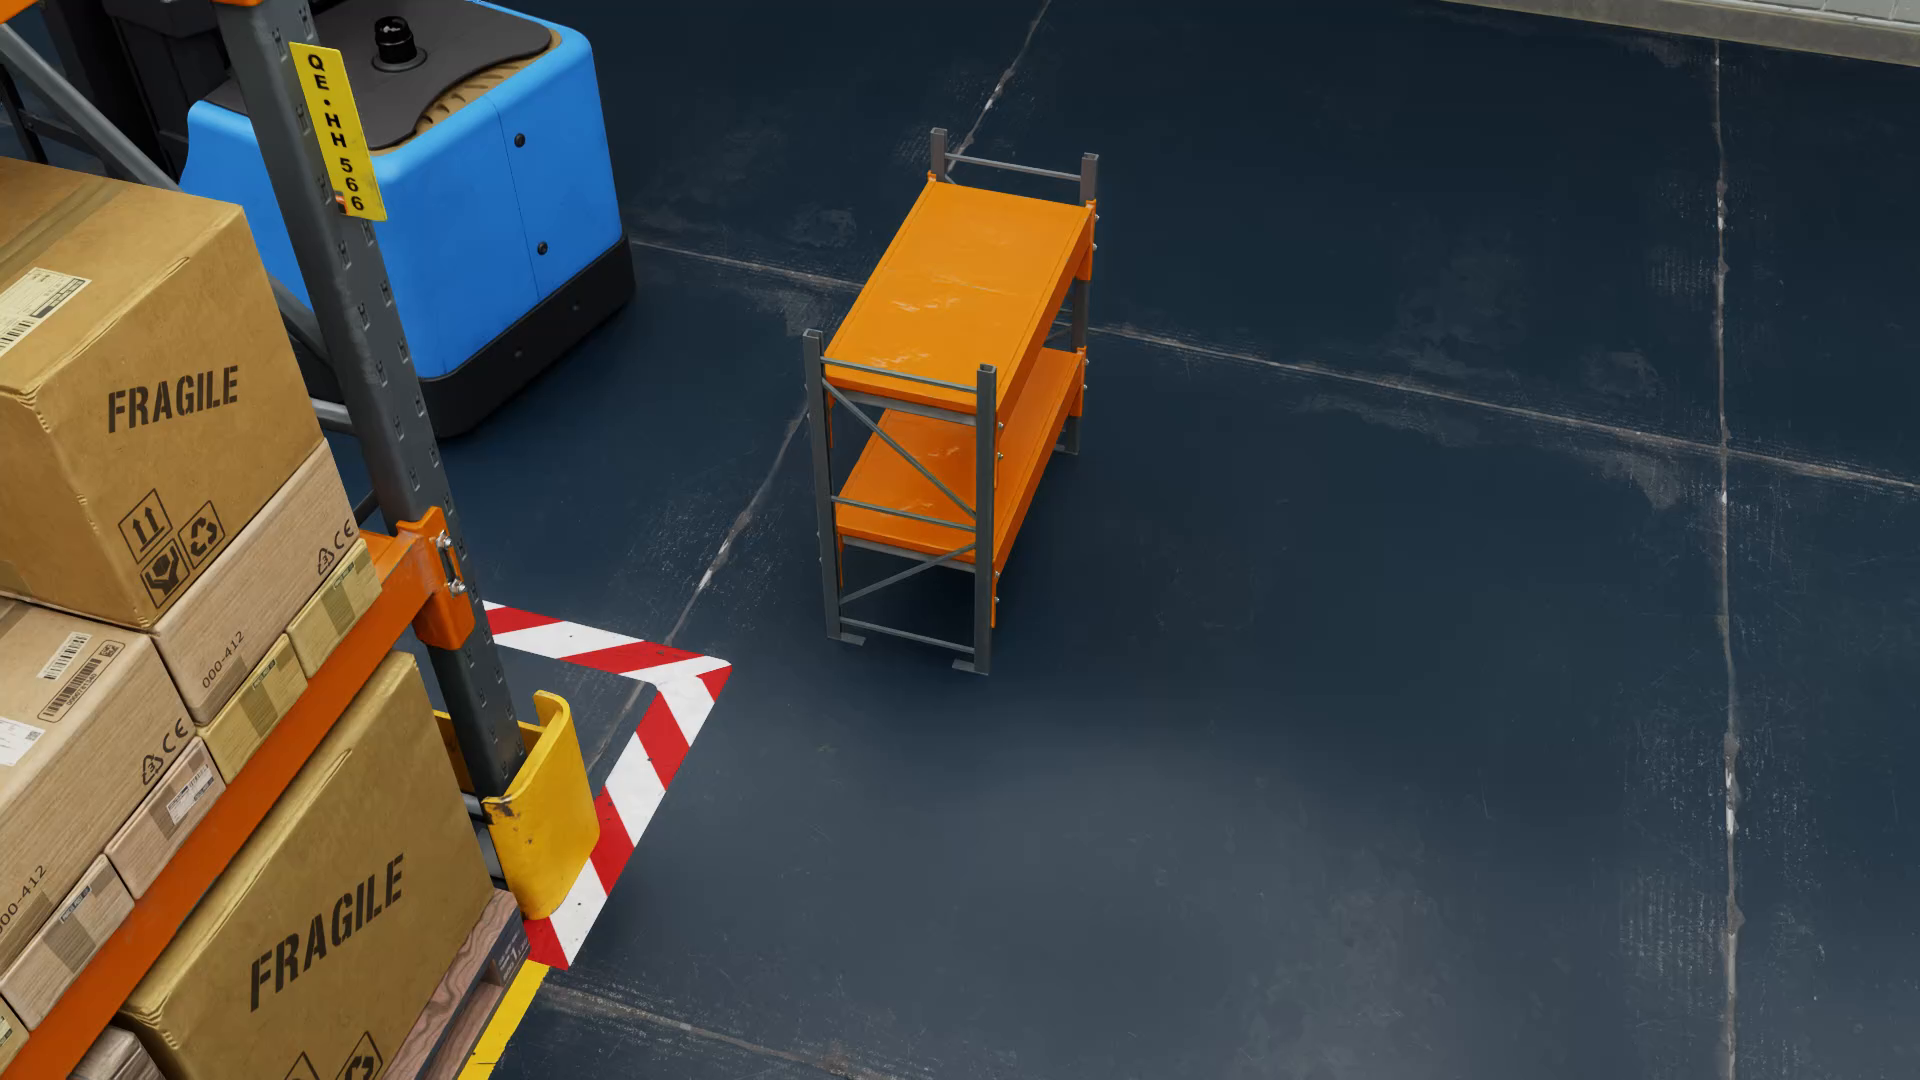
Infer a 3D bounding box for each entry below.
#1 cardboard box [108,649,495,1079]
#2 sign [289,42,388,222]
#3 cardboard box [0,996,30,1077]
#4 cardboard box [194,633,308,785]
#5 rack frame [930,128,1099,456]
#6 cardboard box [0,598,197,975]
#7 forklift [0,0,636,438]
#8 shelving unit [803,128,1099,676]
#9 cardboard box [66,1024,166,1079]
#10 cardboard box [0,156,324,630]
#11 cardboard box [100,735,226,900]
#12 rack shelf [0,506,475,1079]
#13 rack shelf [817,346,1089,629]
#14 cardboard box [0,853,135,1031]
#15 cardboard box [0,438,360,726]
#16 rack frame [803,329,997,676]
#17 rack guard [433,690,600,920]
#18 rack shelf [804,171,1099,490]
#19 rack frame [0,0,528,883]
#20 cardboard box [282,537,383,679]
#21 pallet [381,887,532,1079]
[{"bbox_3d":[-1.680,0.744,3.564,0.875,0.875,0.875,13,46,13],"label":"cardboard box"},{"bbox_3d":[-1.049,-0.683,2.806,0.100,0.325,0.005,13,46,13],"label":"sign"},{"bbox_3d":[-1.664,0.769,2.499,0.380,0.149,0.250,12,46,12],"label":"cardboard box"},{"bbox_3d":[-1.433,0.262,3.018,0.380,0.149,0.250,13,46,13],"label":"cardboard box"},{"bbox_3d":[0.156,-0.745,5.207,0.500,1.125,0.032,13,46,13],"label":"rack frame"},{"bbox_3d":[-1.610,0.356,2.637,0.500,0.250,0.500,12,46,12],"label":"cardboard box"},{"bbox_3d":[-2.719,-2.156,5.358,3.031,2.935,1.130,22,49,21],"label":"forklift"},{"bbox_3d":[0.002,-0.407,4.861,0.538,1.125,1.048,13,46,13],"label":"shelving unit"},{"bbox_3d":[-1.955,1.350,2.944,0.875,0.875,0.875,13,46,13],"label":"cardboard box"},{"bbox_3d":[-1.459,-0.249,2.718,0.500,0.500,0.500,13,46,13],"label":"cardboard box"},{"bbox_3d":[-1.511,0.429,2.846,0.380,0.149,0.250,13,46,13],"label":"cardboard box"},{"bbox_3d":[-2.168,1.281,2.310,1.077,0.370,4.000,13,46,13],"label":"rack shelf"},{"bbox_3d":[0.002,-0.232,5.032,0.538,0.278,1.000,13,46,13],"label":"rack shelf"},{"bbox_3d":[-1.587,0.596,2.676,0.380,0.149,0.250,13,46,13],"label":"cardboard box"},{"bbox_3d":[-1.456,0.018,2.982,0.500,0.250,0.500,12,46,12],"label":"cardboard box"},{"bbox_3d":[-0.152,-0.068,4.515,0.500,1.125,0.032,13,46,13],"label":"rack frame"},{"bbox_3d":[-1.555,0.568,4.312,1.175,0.500,0.348,13,46,13],"label":"rack guard"},{"bbox_3d":[0.002,-0.616,4.656,0.538,0.278,1.000,13,46,13],"label":"rack shelf"},{"bbox_3d":[-1.562,-0.309,3.421,1.000,3.000,0.127,13,46,13],"label":"rack frame"},{"bbox_3d":[-1.356,0.088,3.195,0.380,0.149,0.250,13,46,13],"label":"cardboard box"},{"bbox_3d":[-1.730,1.237,3.835,1.003,0.211,1.213,13,46,13],"label":"pallet"}]
